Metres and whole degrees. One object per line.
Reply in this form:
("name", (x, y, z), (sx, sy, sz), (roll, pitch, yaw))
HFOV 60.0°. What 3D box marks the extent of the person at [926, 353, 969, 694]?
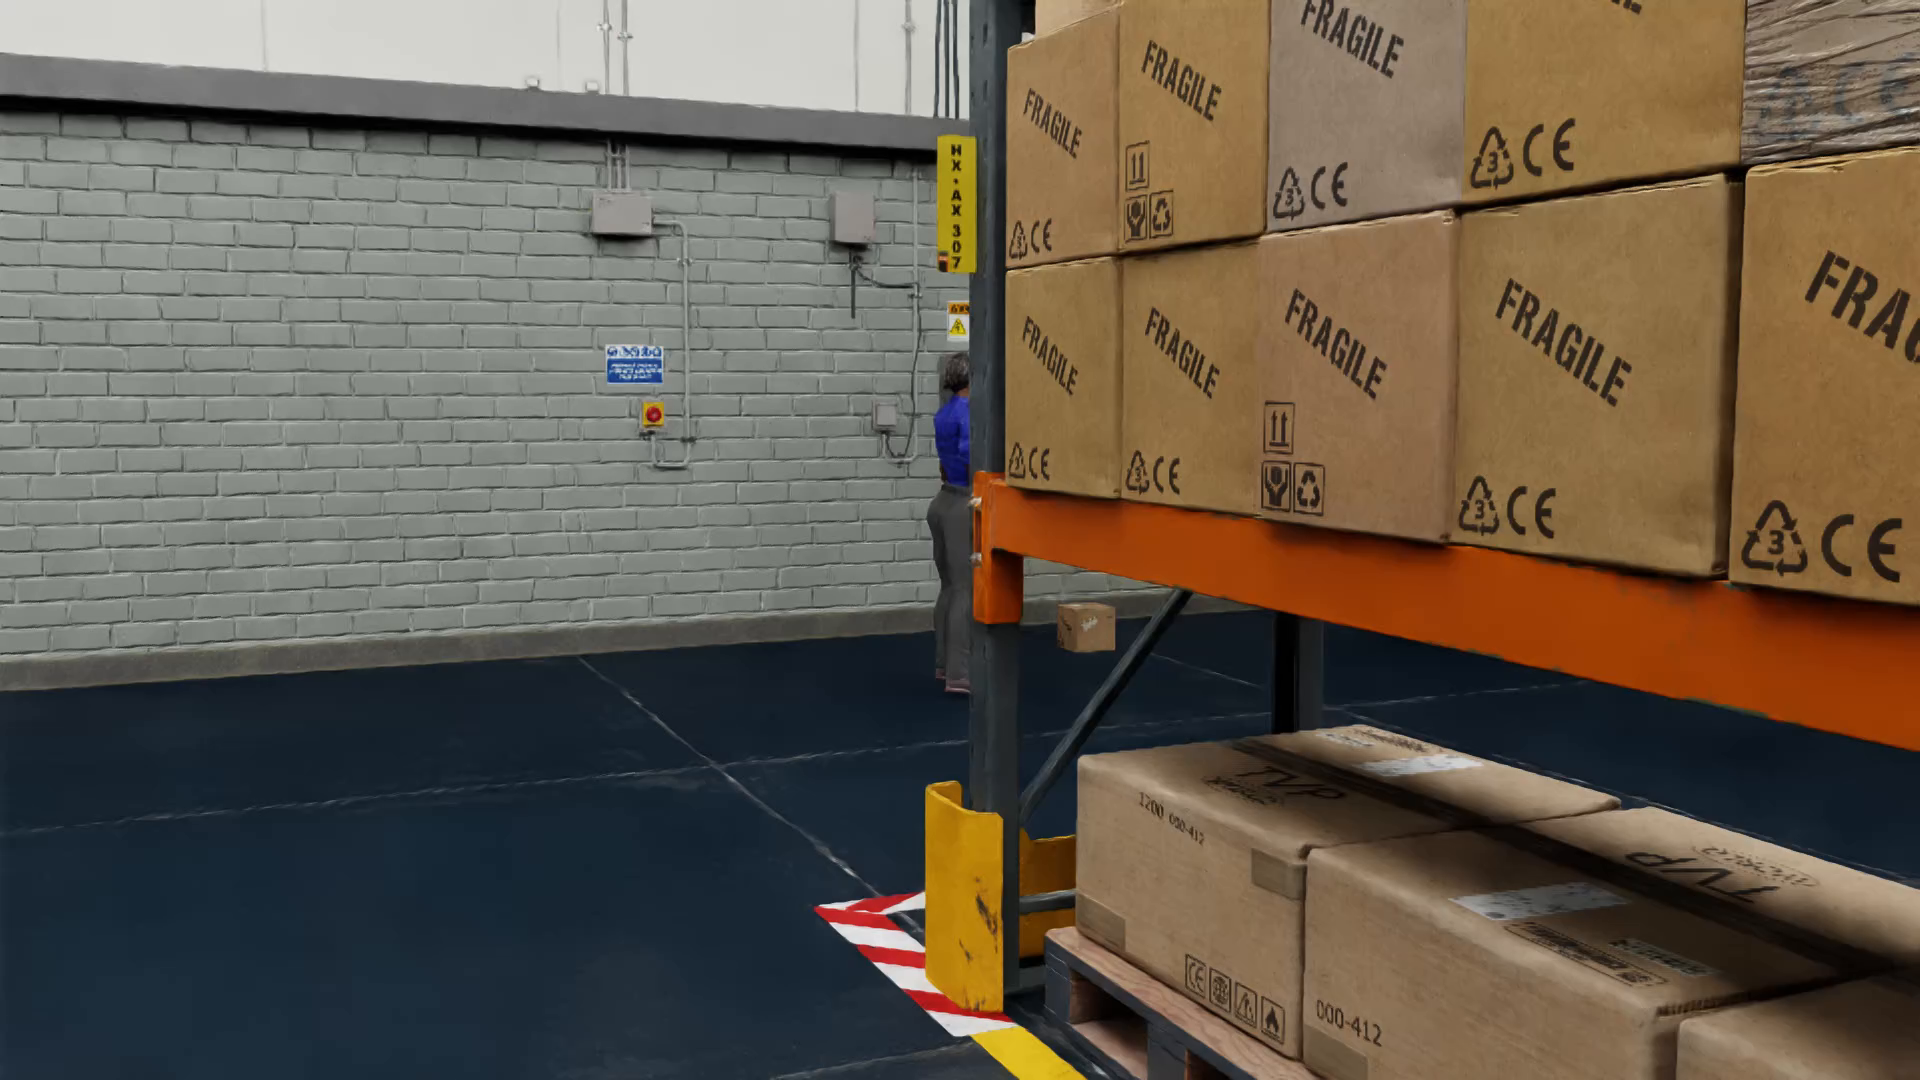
("person", (0.033, -0.086, 8.208), (0.355, 1.665, 0.489), (-2, 6, -22))
